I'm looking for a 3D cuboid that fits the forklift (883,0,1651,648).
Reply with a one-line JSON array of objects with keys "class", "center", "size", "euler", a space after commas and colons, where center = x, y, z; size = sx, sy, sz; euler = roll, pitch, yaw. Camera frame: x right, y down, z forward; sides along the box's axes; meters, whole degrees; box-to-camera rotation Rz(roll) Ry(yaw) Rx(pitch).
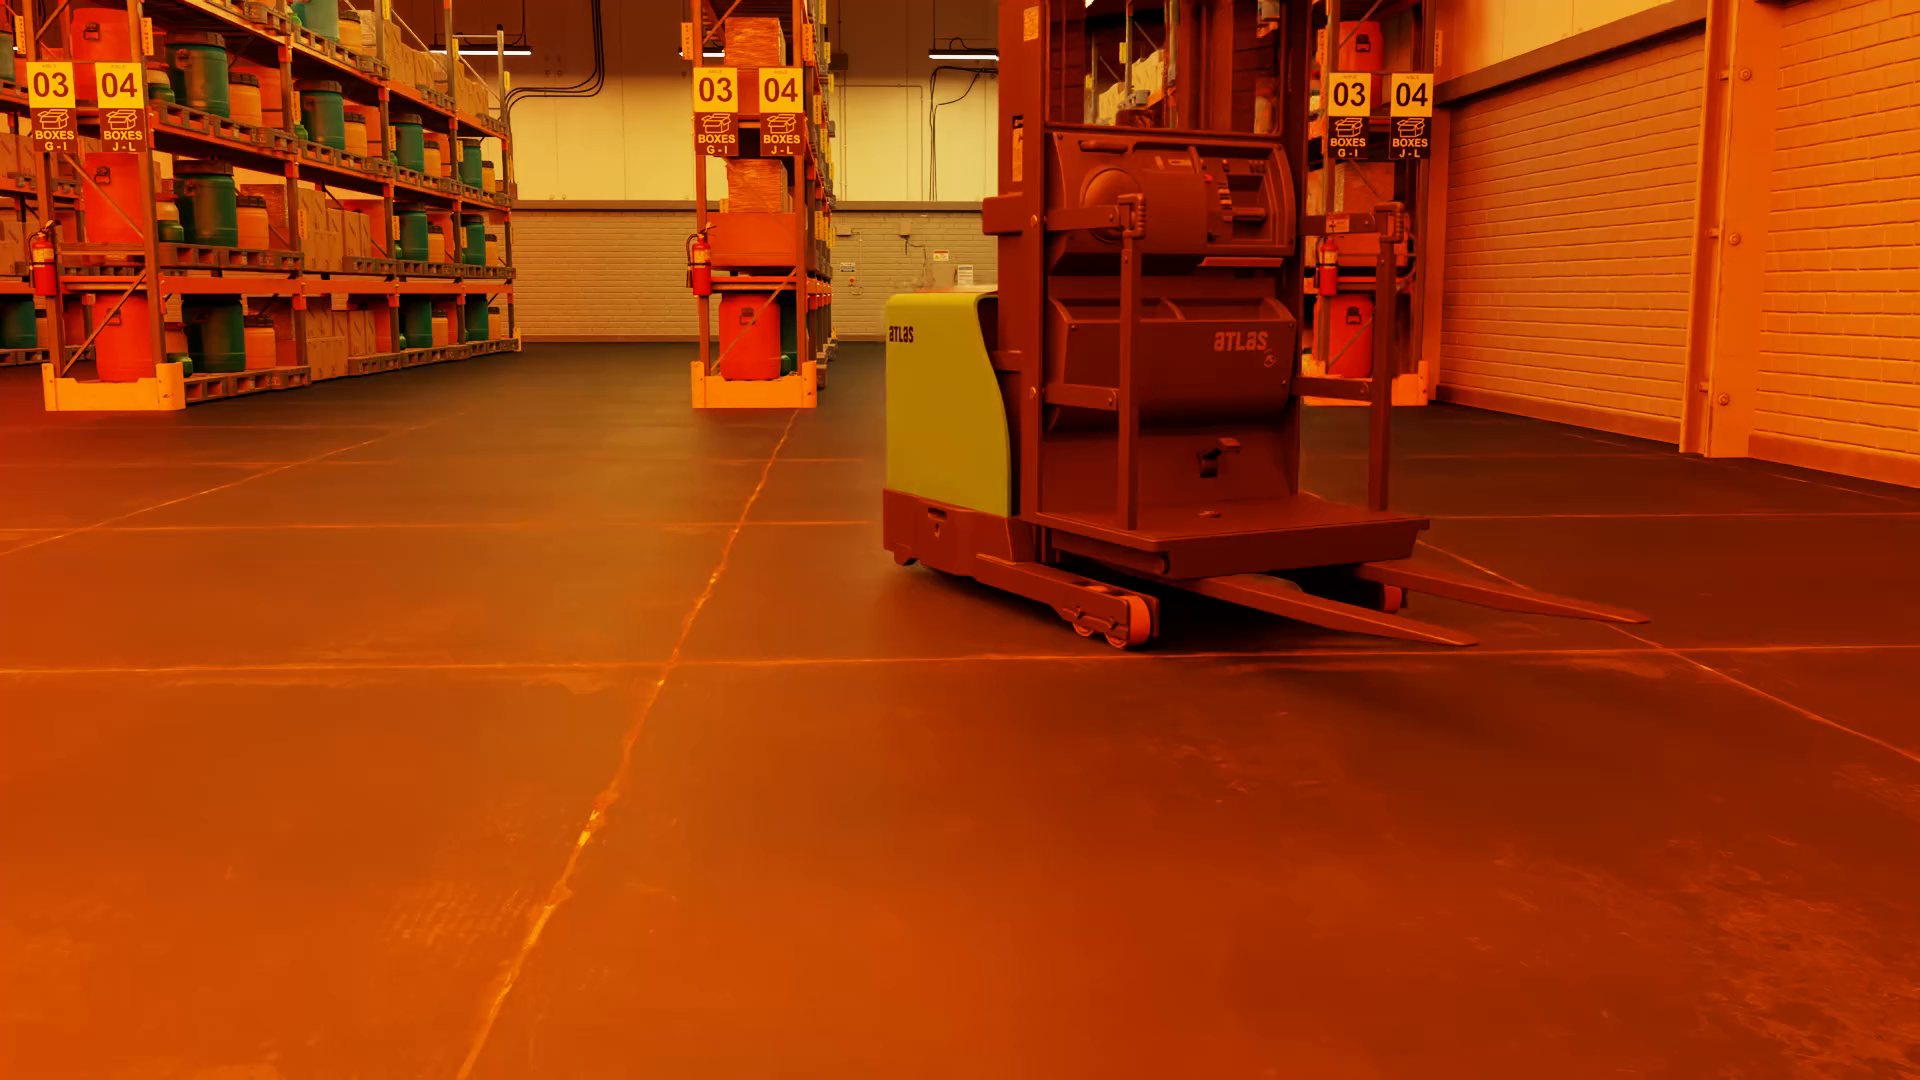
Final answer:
[{"class": "forklift", "center": [0.824, -1.193, 5.363], "size": [1.130, 2.935, 3.031], "euler": [-4, 10, -27]}]
